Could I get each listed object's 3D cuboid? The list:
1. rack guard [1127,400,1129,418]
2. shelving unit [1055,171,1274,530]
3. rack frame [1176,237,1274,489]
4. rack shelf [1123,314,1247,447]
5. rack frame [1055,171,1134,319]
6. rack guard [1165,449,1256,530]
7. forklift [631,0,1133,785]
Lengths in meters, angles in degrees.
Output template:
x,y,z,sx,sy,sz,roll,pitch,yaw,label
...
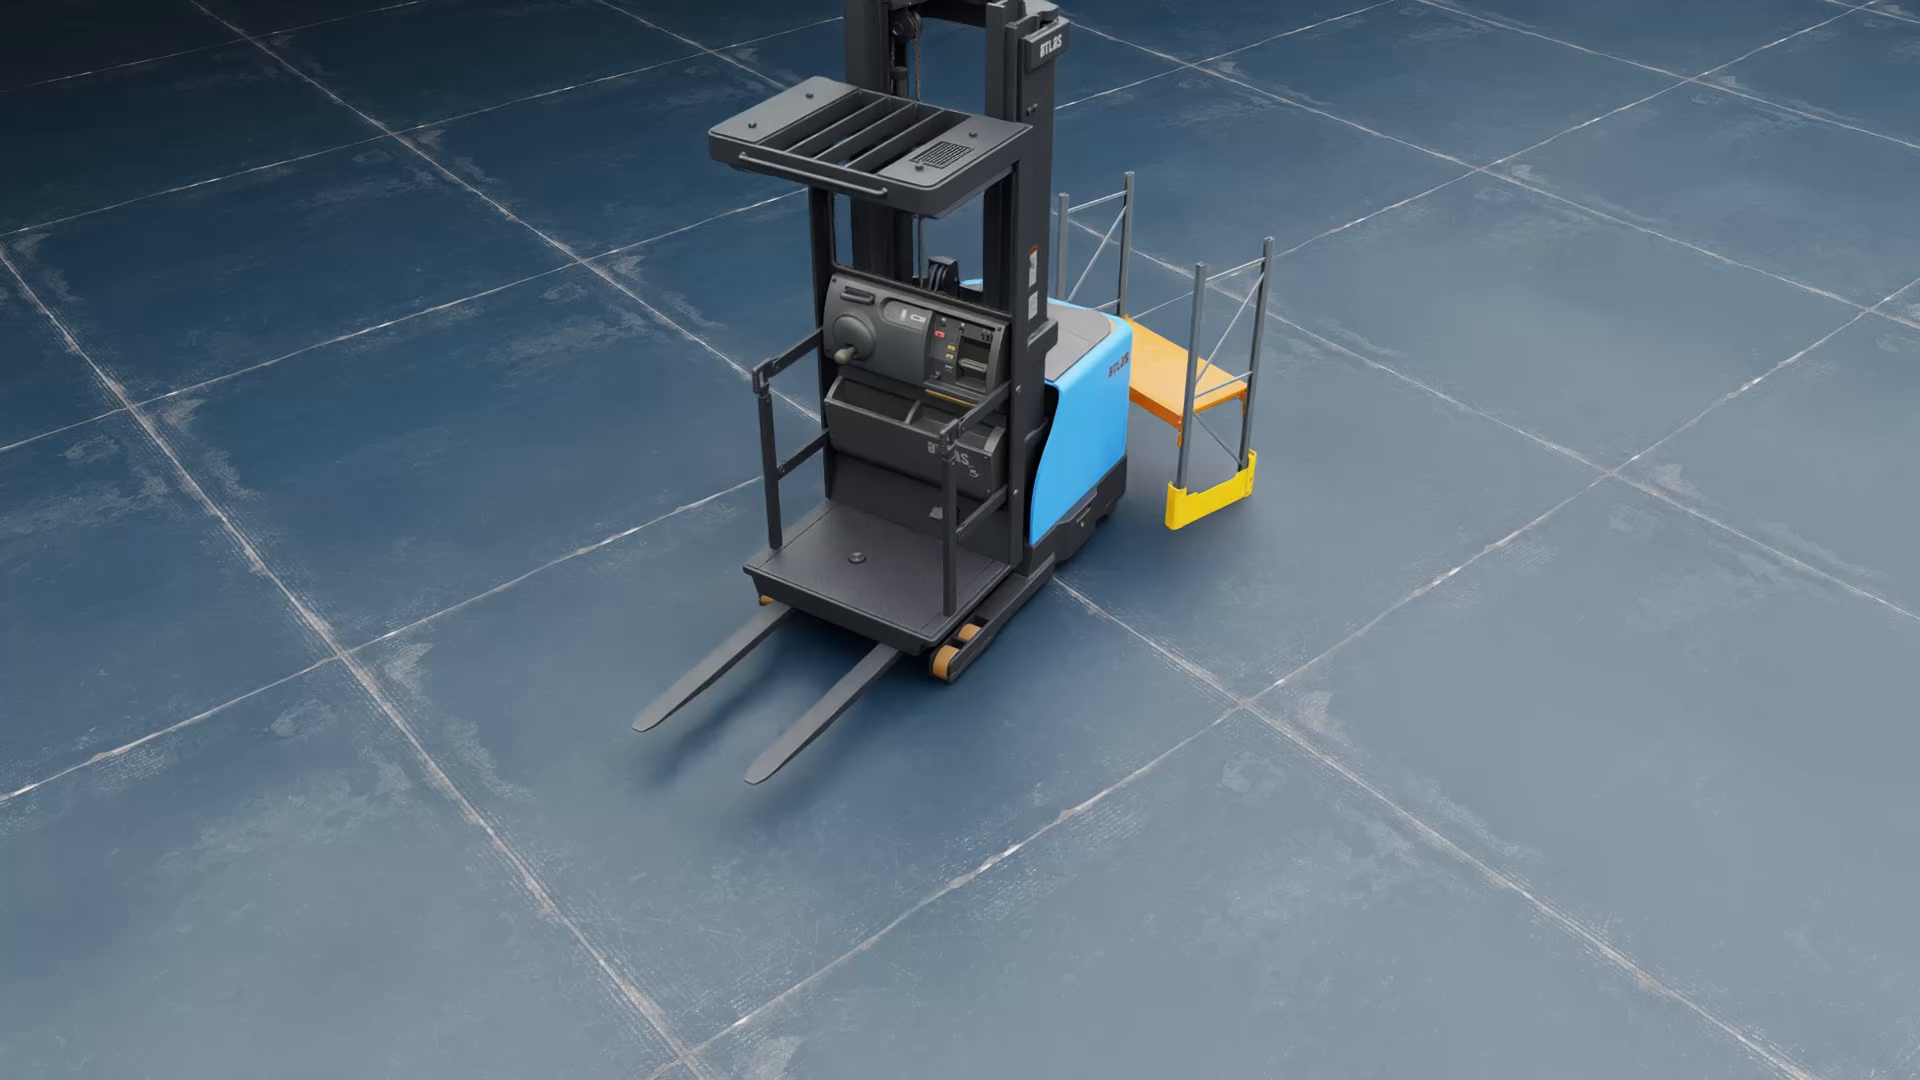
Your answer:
x,y,z,sx,sy,sz,roll,pitch,yaw,label
0.727,-0.731,9.467,0.587,0.250,0.087,-24,42,-30,rack guard
1.029,-1.012,8.782,0.587,1.500,1.083,-24,42,-30,shelving unit
1.331,-0.782,8.458,0.500,1.500,0.032,-24,42,-30,rack frame
1.024,-0.869,8.892,0.538,0.185,1.000,-24,42,-30,rack shelf
0.716,-1.250,9.118,0.500,1.500,0.032,-24,42,-30,rack frame
1.331,-0.273,8.820,0.587,0.250,0.087,-24,42,-30,rack guard
-0.325,-0.850,7.315,1.130,2.935,3.031,20,40,26,forklift
